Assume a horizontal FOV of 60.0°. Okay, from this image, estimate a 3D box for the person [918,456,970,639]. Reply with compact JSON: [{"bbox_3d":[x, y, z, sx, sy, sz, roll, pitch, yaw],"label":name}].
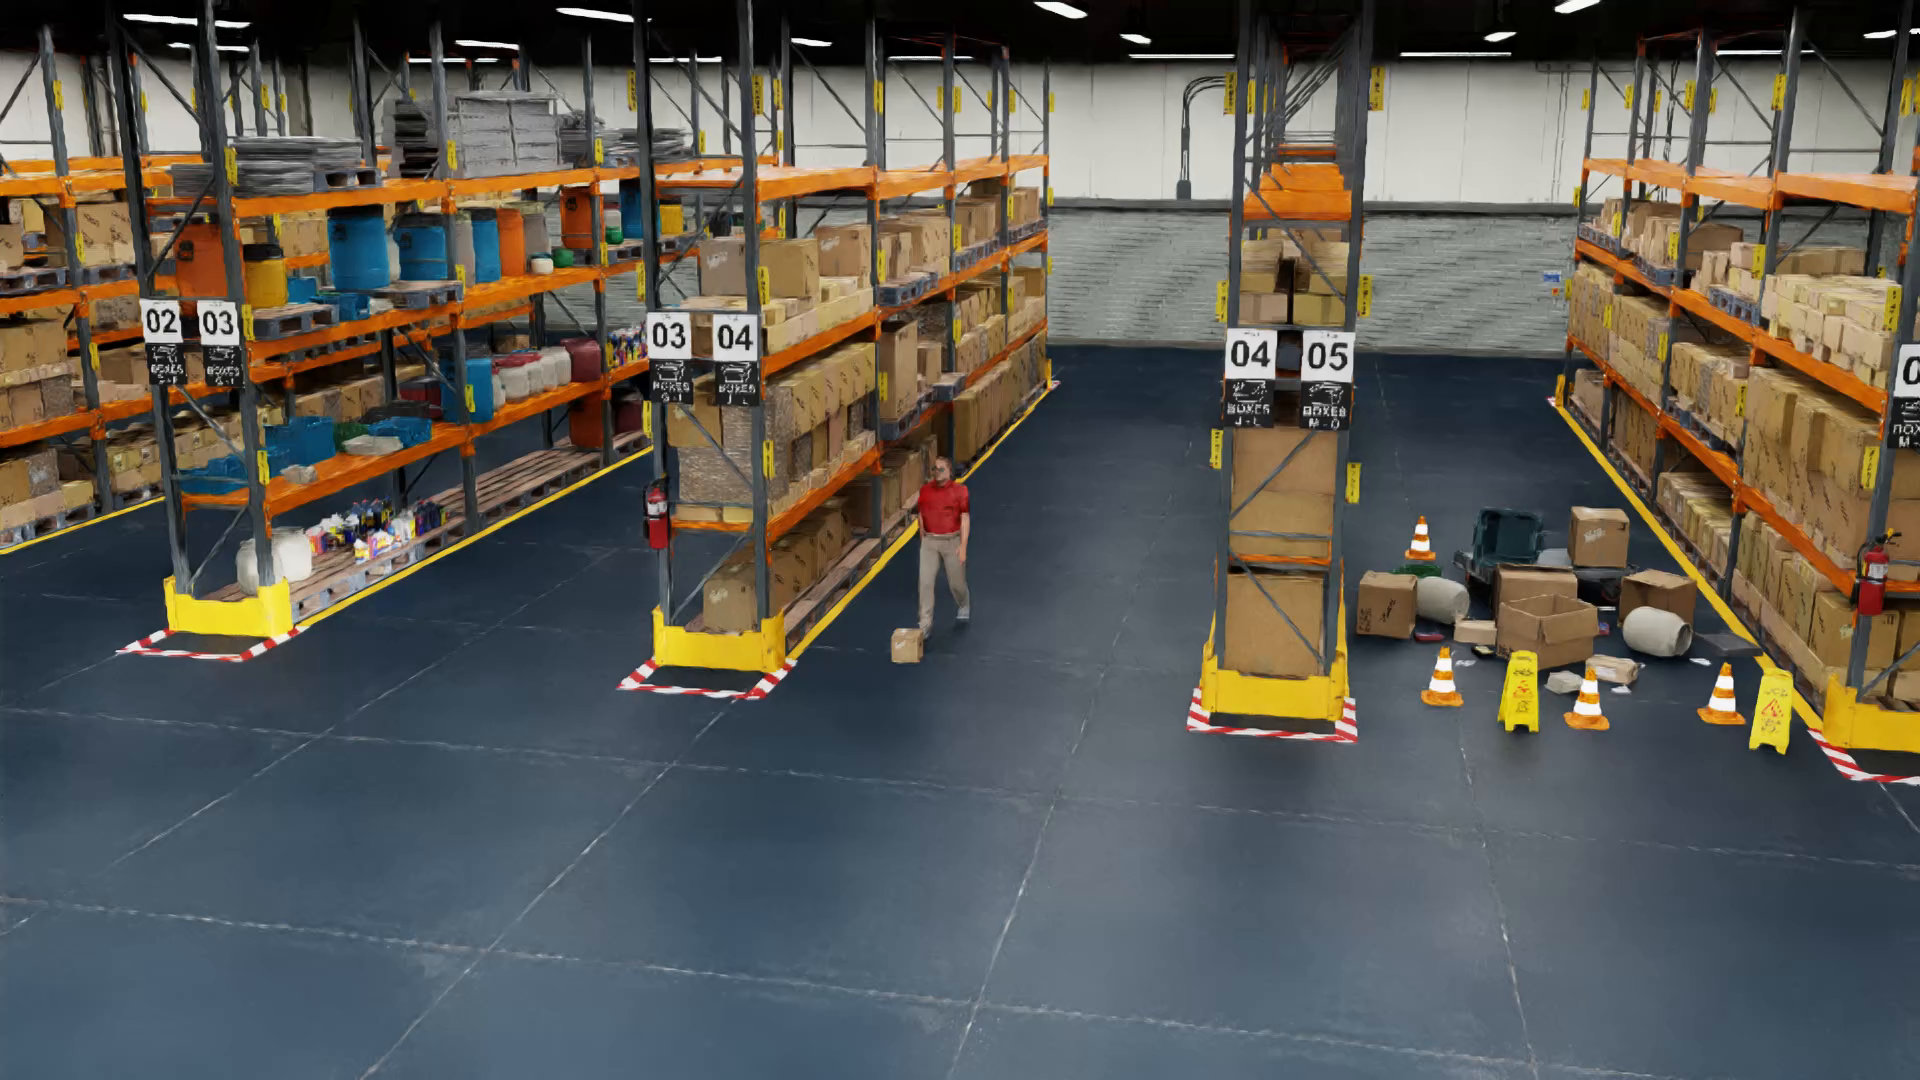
[{"bbox_3d":[-0.176,0.056,15.831,0.534,1.690,0.898,3,15,12],"label":"person"}]
